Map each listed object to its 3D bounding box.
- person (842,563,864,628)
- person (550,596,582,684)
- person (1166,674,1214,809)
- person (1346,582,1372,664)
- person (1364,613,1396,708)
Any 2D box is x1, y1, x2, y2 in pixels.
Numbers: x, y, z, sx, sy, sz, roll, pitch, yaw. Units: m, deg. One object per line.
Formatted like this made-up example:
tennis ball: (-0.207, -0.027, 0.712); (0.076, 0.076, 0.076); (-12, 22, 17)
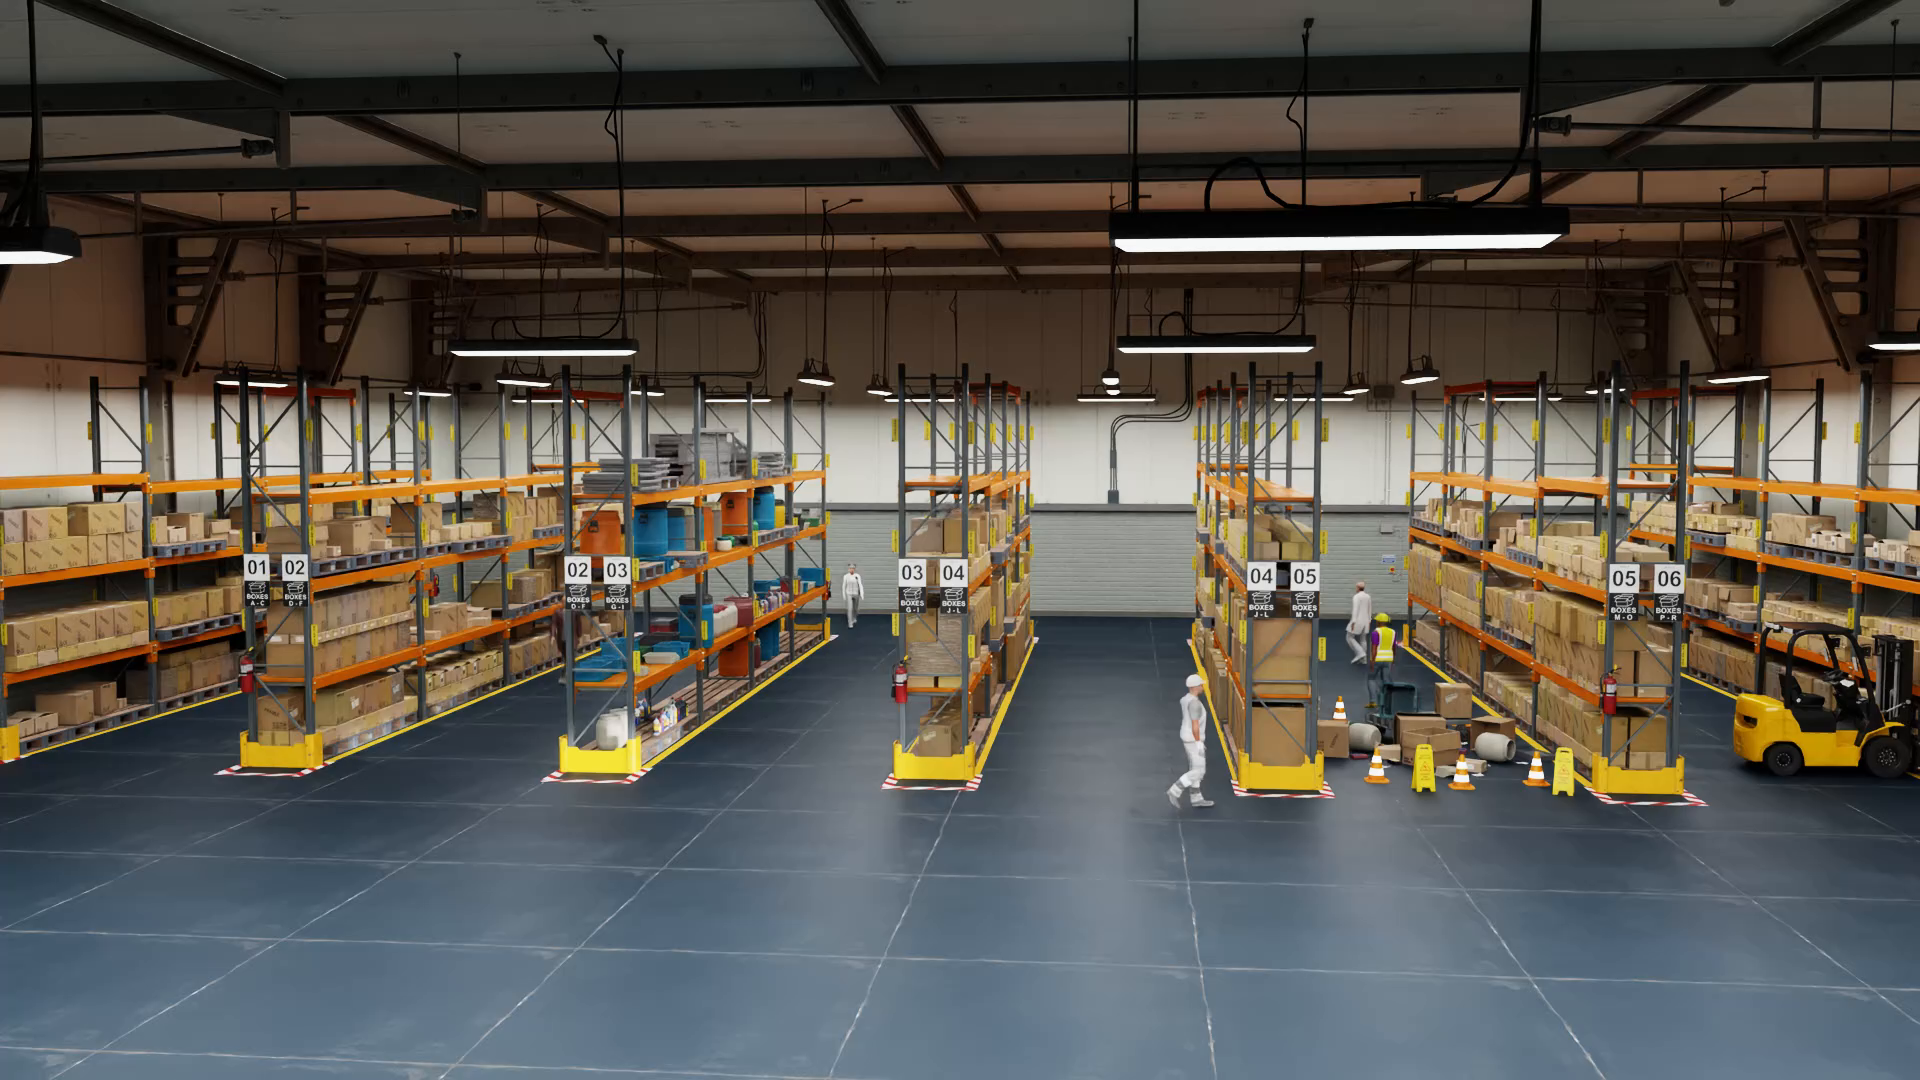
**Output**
person: (-2.769, 1.404, 42.935); (0.522, 1.632, 1.004); (-1, 4, -10)
person: (-7.940, 1.975, 33.372); (0.544, 1.713, 1.141); (1, 4, 9)
person: (3.068, 2.685, 22.165); (0.686, 1.789, 0.557); (0, 4, -6)
person: (8.700, 1.798, 36.056); (0.638, 1.779, 0.539); (-3, 5, -36)
person: (7.634, 2.204, 29.971); (0.534, 1.769, 0.596); (0, 4, -5)
